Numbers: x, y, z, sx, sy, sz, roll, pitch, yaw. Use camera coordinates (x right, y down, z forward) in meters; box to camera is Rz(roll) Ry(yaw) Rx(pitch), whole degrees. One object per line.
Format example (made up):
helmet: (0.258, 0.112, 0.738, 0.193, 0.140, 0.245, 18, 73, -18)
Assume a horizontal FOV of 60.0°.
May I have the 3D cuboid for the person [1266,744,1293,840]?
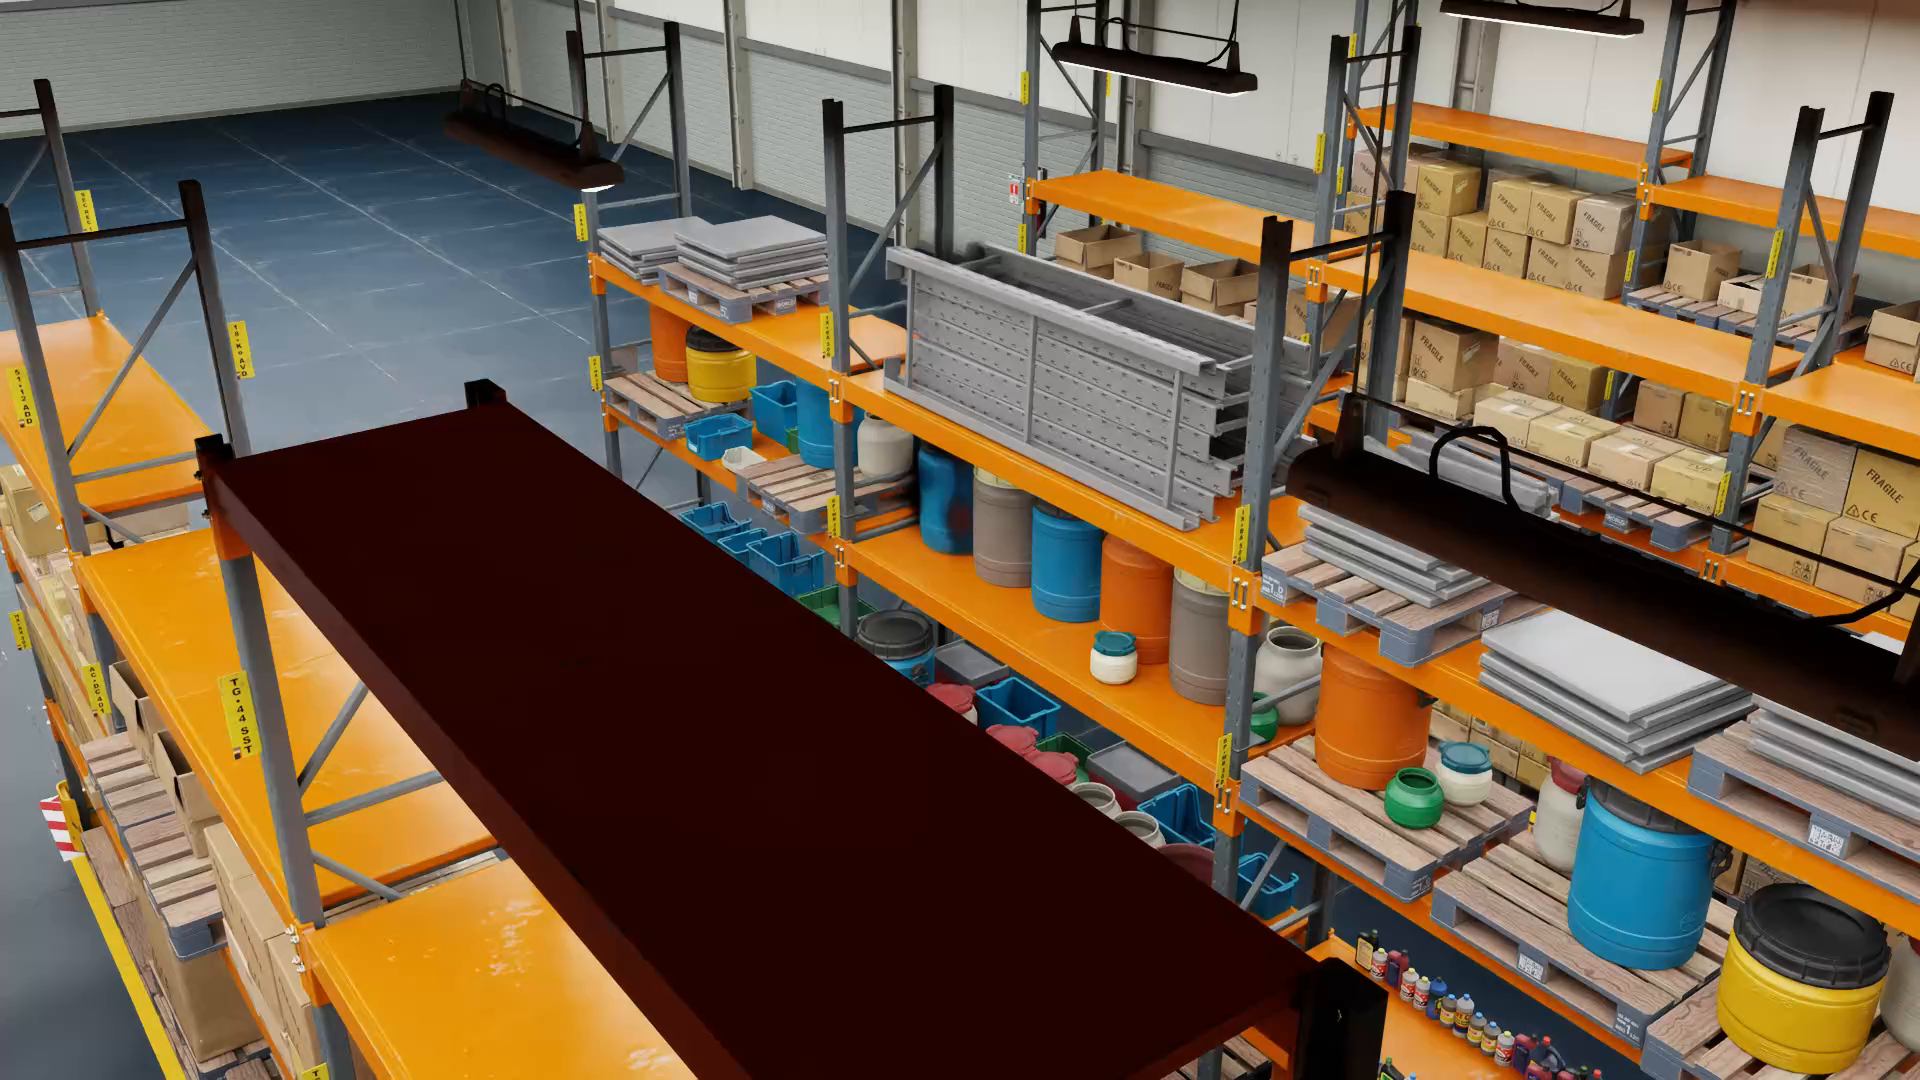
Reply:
person: (2.608, 1.658, 13.410, 0.589, 1.706, 0.738, -17, 30, -32)
